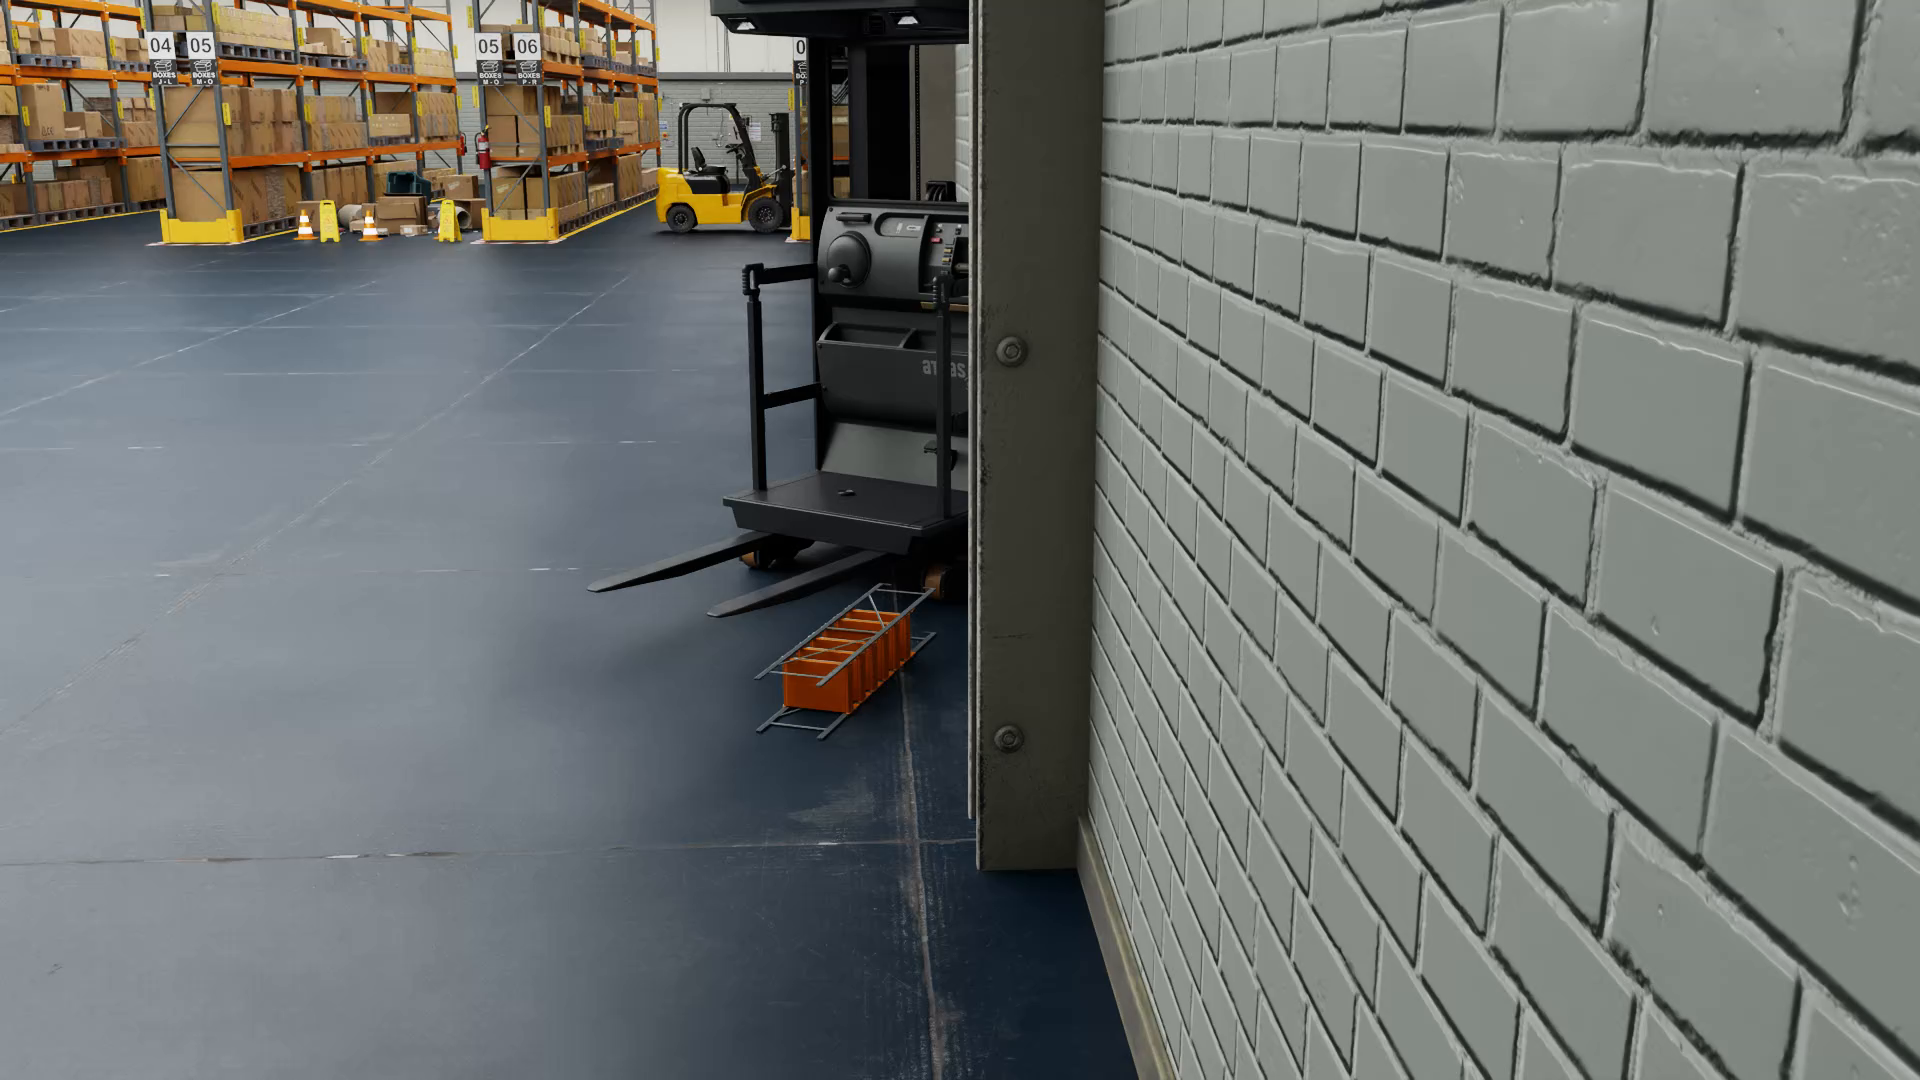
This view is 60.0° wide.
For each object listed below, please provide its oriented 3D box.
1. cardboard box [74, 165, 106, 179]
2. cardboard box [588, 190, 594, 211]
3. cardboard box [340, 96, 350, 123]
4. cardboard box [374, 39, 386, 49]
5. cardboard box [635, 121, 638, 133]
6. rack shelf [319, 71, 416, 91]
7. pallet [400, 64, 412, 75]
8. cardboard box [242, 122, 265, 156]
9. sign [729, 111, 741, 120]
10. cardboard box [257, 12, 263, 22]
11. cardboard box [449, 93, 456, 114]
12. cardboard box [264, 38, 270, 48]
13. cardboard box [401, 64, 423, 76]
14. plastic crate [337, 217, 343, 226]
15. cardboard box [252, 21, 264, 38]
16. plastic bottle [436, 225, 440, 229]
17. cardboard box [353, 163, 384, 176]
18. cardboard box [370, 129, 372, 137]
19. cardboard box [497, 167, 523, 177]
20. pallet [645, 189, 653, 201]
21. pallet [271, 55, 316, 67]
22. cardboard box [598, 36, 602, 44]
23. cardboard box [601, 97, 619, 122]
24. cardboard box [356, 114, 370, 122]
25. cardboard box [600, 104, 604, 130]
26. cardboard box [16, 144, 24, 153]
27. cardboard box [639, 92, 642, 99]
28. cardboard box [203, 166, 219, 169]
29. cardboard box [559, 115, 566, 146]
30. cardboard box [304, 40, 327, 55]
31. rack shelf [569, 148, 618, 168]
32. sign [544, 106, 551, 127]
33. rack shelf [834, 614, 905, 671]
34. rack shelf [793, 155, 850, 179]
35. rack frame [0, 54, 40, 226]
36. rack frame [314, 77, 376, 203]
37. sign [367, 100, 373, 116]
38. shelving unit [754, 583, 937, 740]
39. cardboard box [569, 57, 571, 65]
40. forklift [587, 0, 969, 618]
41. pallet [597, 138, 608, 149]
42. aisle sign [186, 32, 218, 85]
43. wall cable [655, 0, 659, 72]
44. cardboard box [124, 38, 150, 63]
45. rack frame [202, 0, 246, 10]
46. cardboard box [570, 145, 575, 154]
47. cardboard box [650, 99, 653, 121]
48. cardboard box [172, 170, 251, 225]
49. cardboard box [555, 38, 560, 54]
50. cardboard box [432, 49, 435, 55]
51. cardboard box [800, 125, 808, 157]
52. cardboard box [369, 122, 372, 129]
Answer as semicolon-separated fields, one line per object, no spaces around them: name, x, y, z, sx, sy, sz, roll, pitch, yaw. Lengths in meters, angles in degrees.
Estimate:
cardboard box;-17.422;-7.345;33.181;0.500;0.250;0.500;0;14;-1
cardboard box;-7.390;-6.364;31.174;0.950;0.372;0.625;-1;14;-3
cardboard box;-12.486;-8.492;32.803;0.700;0.500;0.500;-1;14;-4
cardboard box;-12.820;-10.511;35.790;0.797;0.503;0.637;-1;14;-4
cardboard box;-7.580;-9.357;37.669;0.500;0.250;0.500;-1;14;-3
rack shelf;-12.661;-9.798;35.512;1.077;0.370;4.000;-1;14;-3
pallet;-12.853;-10.398;36.776;1.213;0.211;1.003;-1;14;-3
cardboard box;-12.075;-6.649;27.547;0.875;0.550;0.550;-1;14;-3
sign;-6.433;-12.136;47.519;0.339;0.242;0.001;-1;14;-3
cardboard box;-11.854;-8.707;27.688;0.380;0.149;0.250;-1;14;-3
cardboard box;-12.756;-10.753;40.995;0.500;0.500;0.500;-1;14;-5
cardboard box;-11.867;-8.382;28.026;0.380;0.149;0.250;-1;14;-4
cardboard box;-12.550;-10.691;37.838;0.500;0.250;0.500;0;14;-1
plastic crate;-10.971;-5.845;30.251;0.450;0.188;0.662;-4;11;28
cardboard box;-11.910;-8.483;27.619;0.500;0.250;0.500;-1;14;-4
plastic bottle;-9.147;-5.530;29.398;0.133;0.061;0.283;2;15;6
cardboard box;-12.338;-7.728;34.710;0.500;0.250;0.500;-2;15;-6
cardboard box;-12.363;-8.393;34.287;0.380;0.149;0.250;-1;14;-4
cardboard box;-7.507;-6.143;27.751;0.380;0.149;0.250;0;14;-2
pallet;-7.819;-8.133;39.212;1.003;0.211;1.213;-1;14;-3
pallet;-12.395;-8.789;30.530;0.805;0.209;1.217;-1;15;-6
cardboard box;-7.777;-10.096;34.174;0.797;0.503;0.637;-2;15;-7
cardboard box;-7.389;-8.957;34.612;0.500;0.500;0.500;-1;14;-5
cardboard box;-12.372;-8.685;34.231;0.380;0.149;0.250;-1;14;-3
cardboard box;-7.189;-8.196;32.219;0.500;0.500;0.500;-1;15;-6
cardboard box;-16.939;-6.980;29.638;0.380;0.149;0.250;-1;14;-3
cardboard box;-7.655;-10.411;38.963;0.380;0.149;0.250;-1;14;-4
cardboard box;-17.702;-8.480;38.385;0.875;0.875;0.875;-1;14;-3
cardboard box;-6.928;-6.879;27.943;0.500;0.500;0.500;-1;14;-5
cardboard box;-12.194;-9.310;31.397;0.396;0.266;0.258;-1;14;-3
rack shelf;-7.479;-7.452;32.414;1.077;0.370;4.000;-1;14;-3
sign;-6.565;-6.736;26.450;0.100;0.325;0.005;-1;14;-3
rack shelf;-0.337;0.375;6.181;0.258;0.180;0.103;4;15;17
rack shelf;-2.277;-6.535;28.850;1.077;0.370;4.000;-1;14;-3
rack frame;-17.246;-7.150;29.797;1.000;3.000;0.127;-1;14;-3
rack frame;-12.537;-8.197;33.863;1.000;3.000;0.127;-1;14;-3
sign;-11.983;-8.767;33.756;0.100;0.325;0.005;-1;14;-3
shelving unit;-0.386;0.414;6.029;0.258;0.189;1.200;4;15;17
cardboard box;-7.063;-8.433;29.267;0.380;0.149;0.250;-1;14;-3
forklift;-0.340;-1.288;7.148;1.130;2.935;3.031;9;17;32
pallet;-7.439;-7.714;32.371;1.003;0.211;1.213;-1;14;-3
aisle sign;-11.737;-7.453;25.756;0.394;0.787;0.004;-1;14;-3
wall cable;-8.732;-14.603;46.725;0.463;3.000;0.029;-1;14;-3
cardboard box;-17.641;-10.359;35.198;0.797;0.503;0.637;-1;14;-4
rack frame;-17.989;-13.040;40.649;1.000;3.000;0.127;-1;14;-3
cardboard box;-6.964;-6.854;29.149;0.380;0.149;0.250;-1;14;-4
cardboard box;-7.742;-10.452;40.420;0.500;0.500;0.500;-1;14;-4
cardboard box;-12.149;-5.549;26.995;0.875;0.875;0.875;-1;14;-3
cardboard box;-6.950;-8.215;27.621;0.500;0.250;0.500;0;14;-2
cardboard box;-12.645;-11.540;39.337;0.380;0.149;0.250;-1;14;-5
cardboard box;-2.446;-6.553;27.274;0.500;0.500;0.500;-1;14;-5
cardboard box;-12.366;-8.546;34.284;0.380;0.149;0.250;0;14;-1
